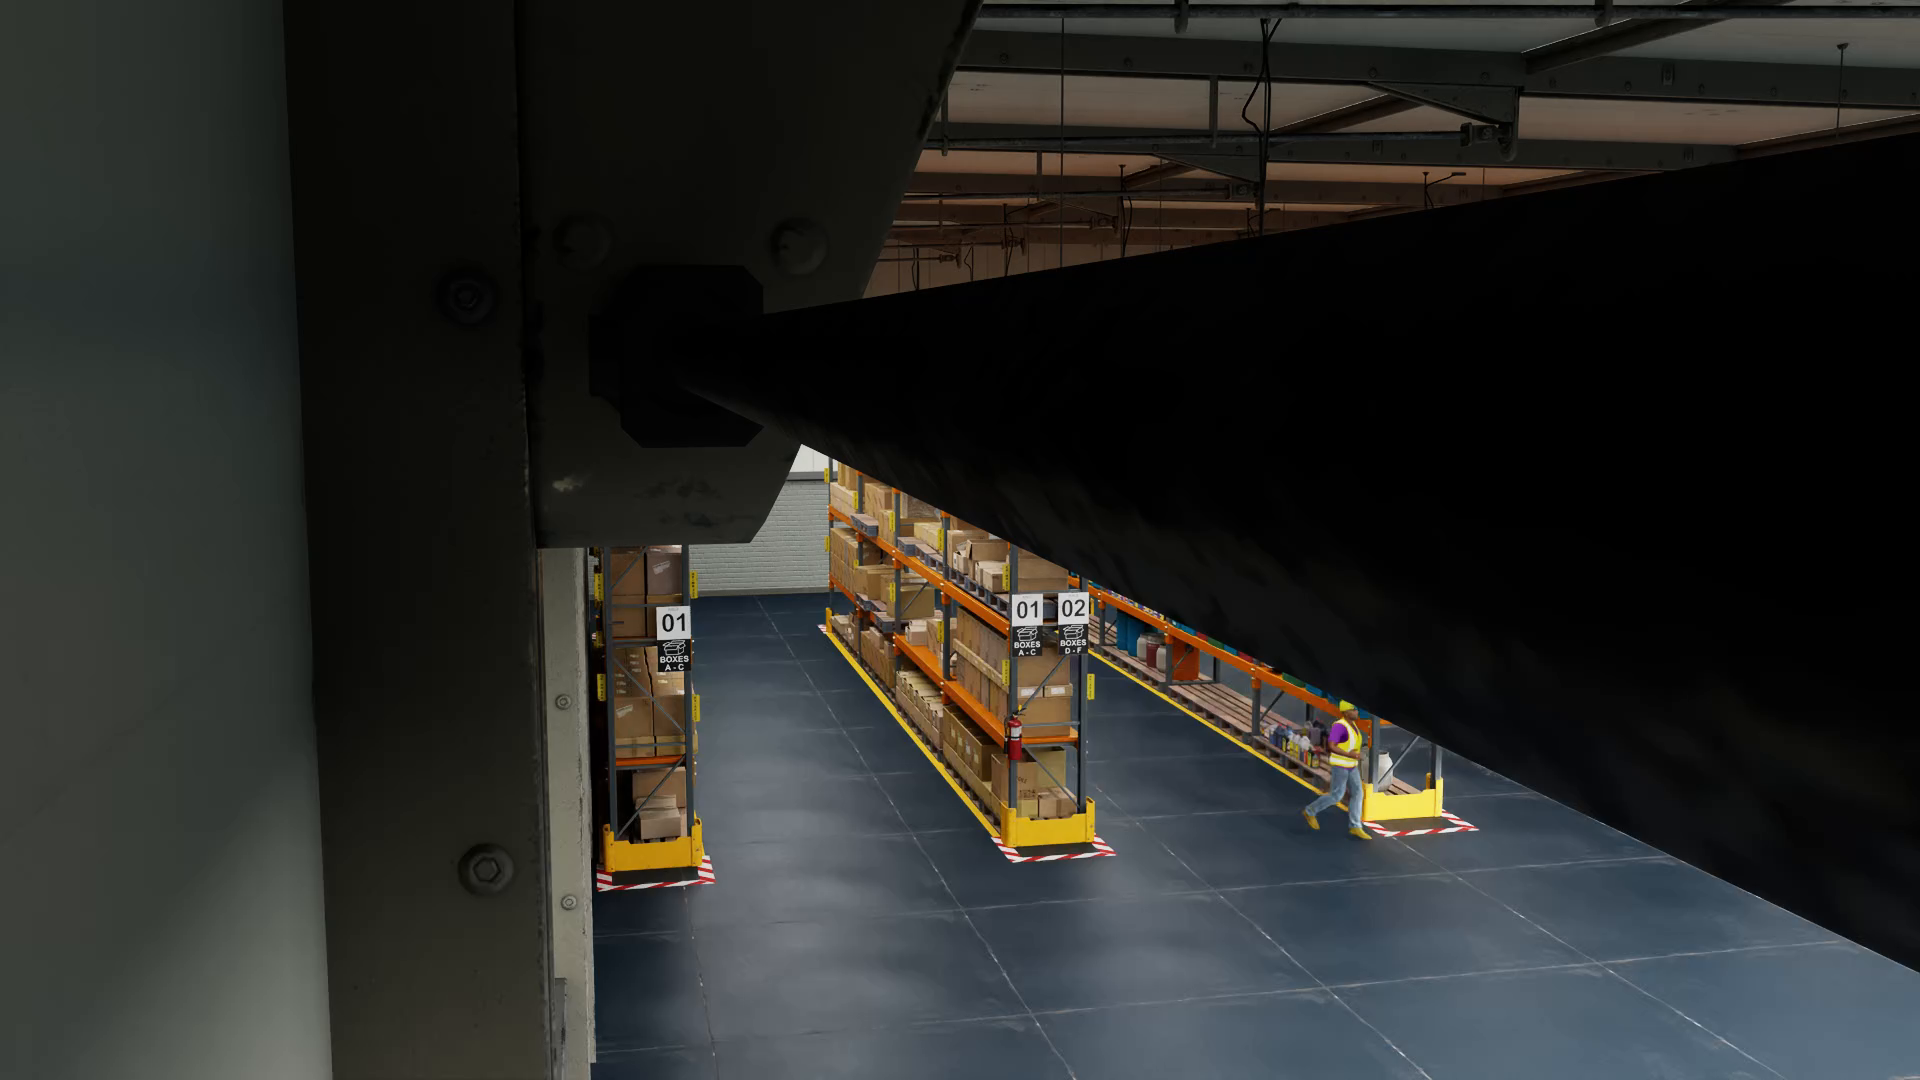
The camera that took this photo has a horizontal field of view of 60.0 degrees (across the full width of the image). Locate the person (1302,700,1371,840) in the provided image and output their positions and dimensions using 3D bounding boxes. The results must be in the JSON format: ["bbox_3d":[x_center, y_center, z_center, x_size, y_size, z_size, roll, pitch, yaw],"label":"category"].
[{"bbox_3d":[4.934,2.917,21.426,0.918,1.766,0.728,5,8,37],"label":"person"}]
